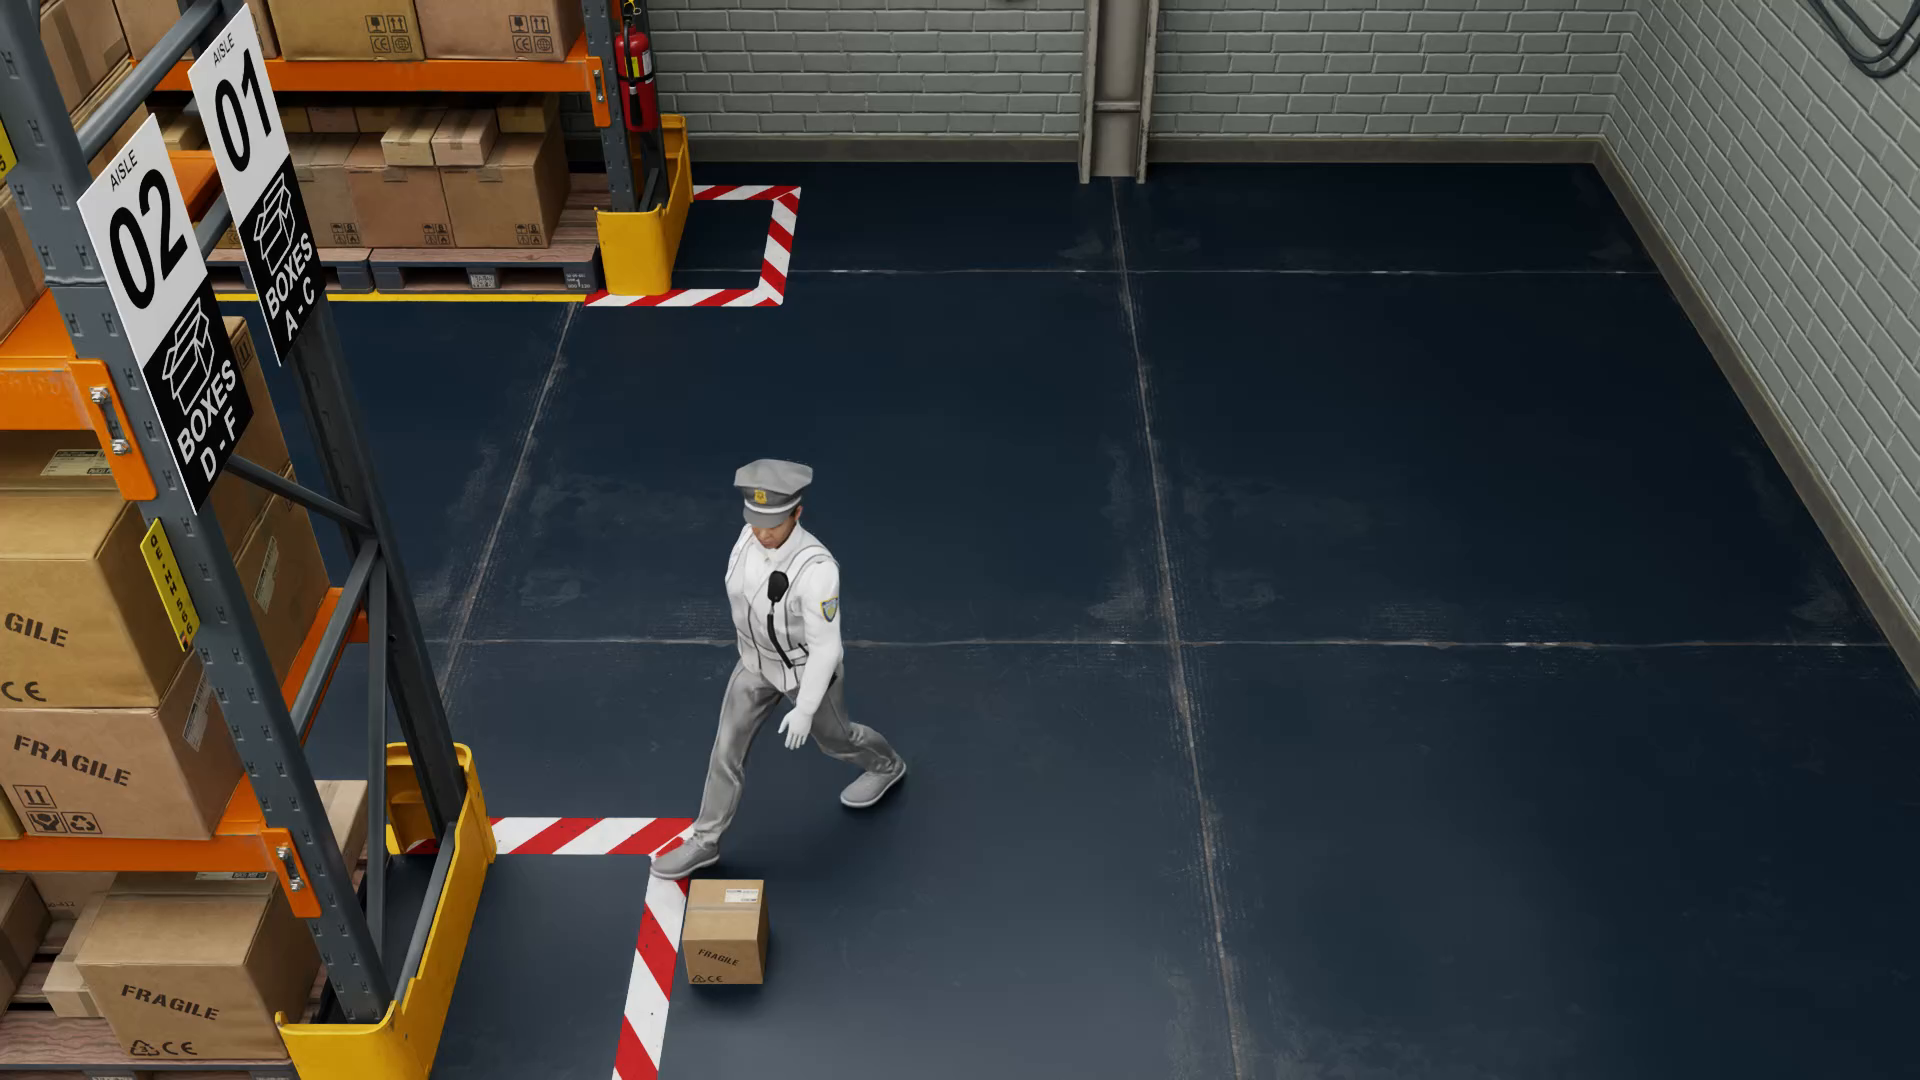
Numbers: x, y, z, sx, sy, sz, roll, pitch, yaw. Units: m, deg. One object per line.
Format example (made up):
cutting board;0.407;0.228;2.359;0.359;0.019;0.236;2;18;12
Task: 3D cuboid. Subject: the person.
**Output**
person;-0.641;0.463;5.599;0.515;1.605;1.004;29;48;30
